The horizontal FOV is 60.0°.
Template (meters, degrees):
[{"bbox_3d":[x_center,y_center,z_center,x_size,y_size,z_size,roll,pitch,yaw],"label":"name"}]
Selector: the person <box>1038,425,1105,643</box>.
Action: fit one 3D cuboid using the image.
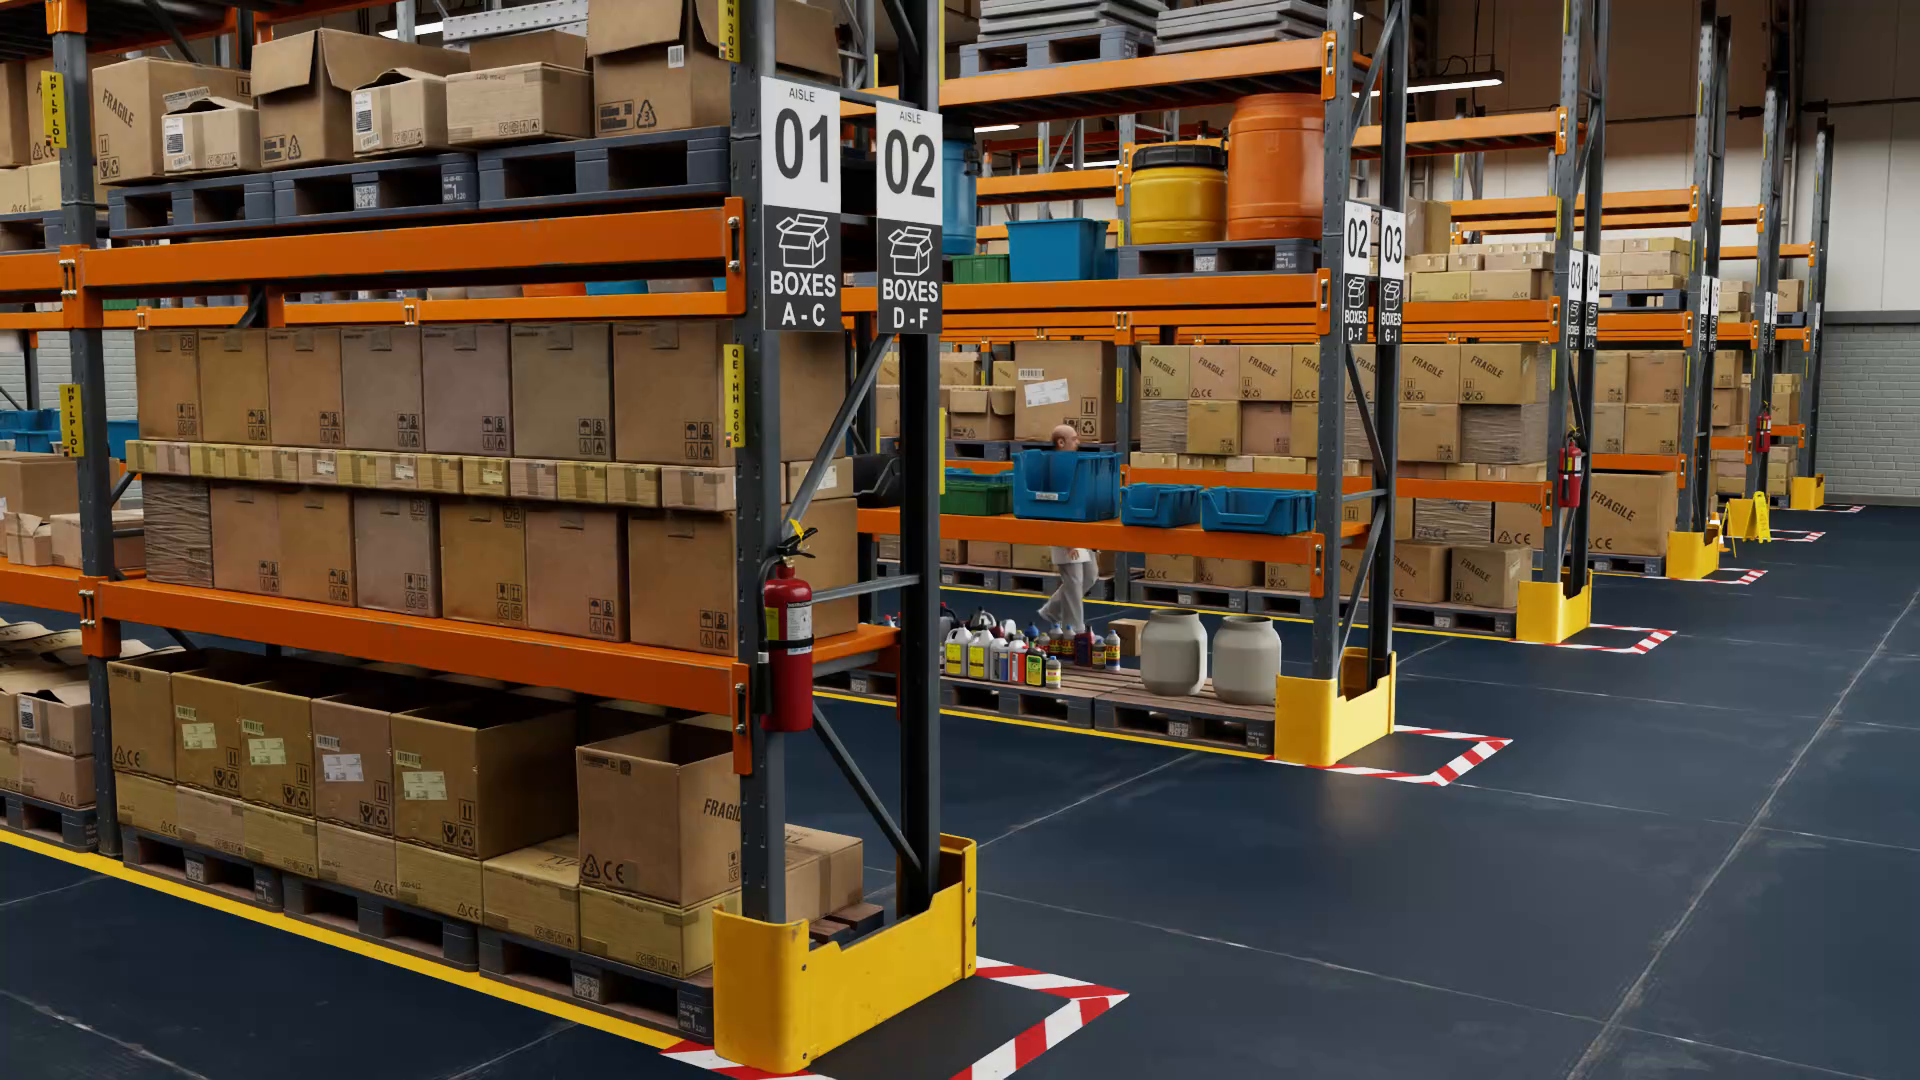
[{"bbox_3d":[0.901,-0.042,13.497,0.652,1.785,0.639,3,7,22],"label":"person"}]
